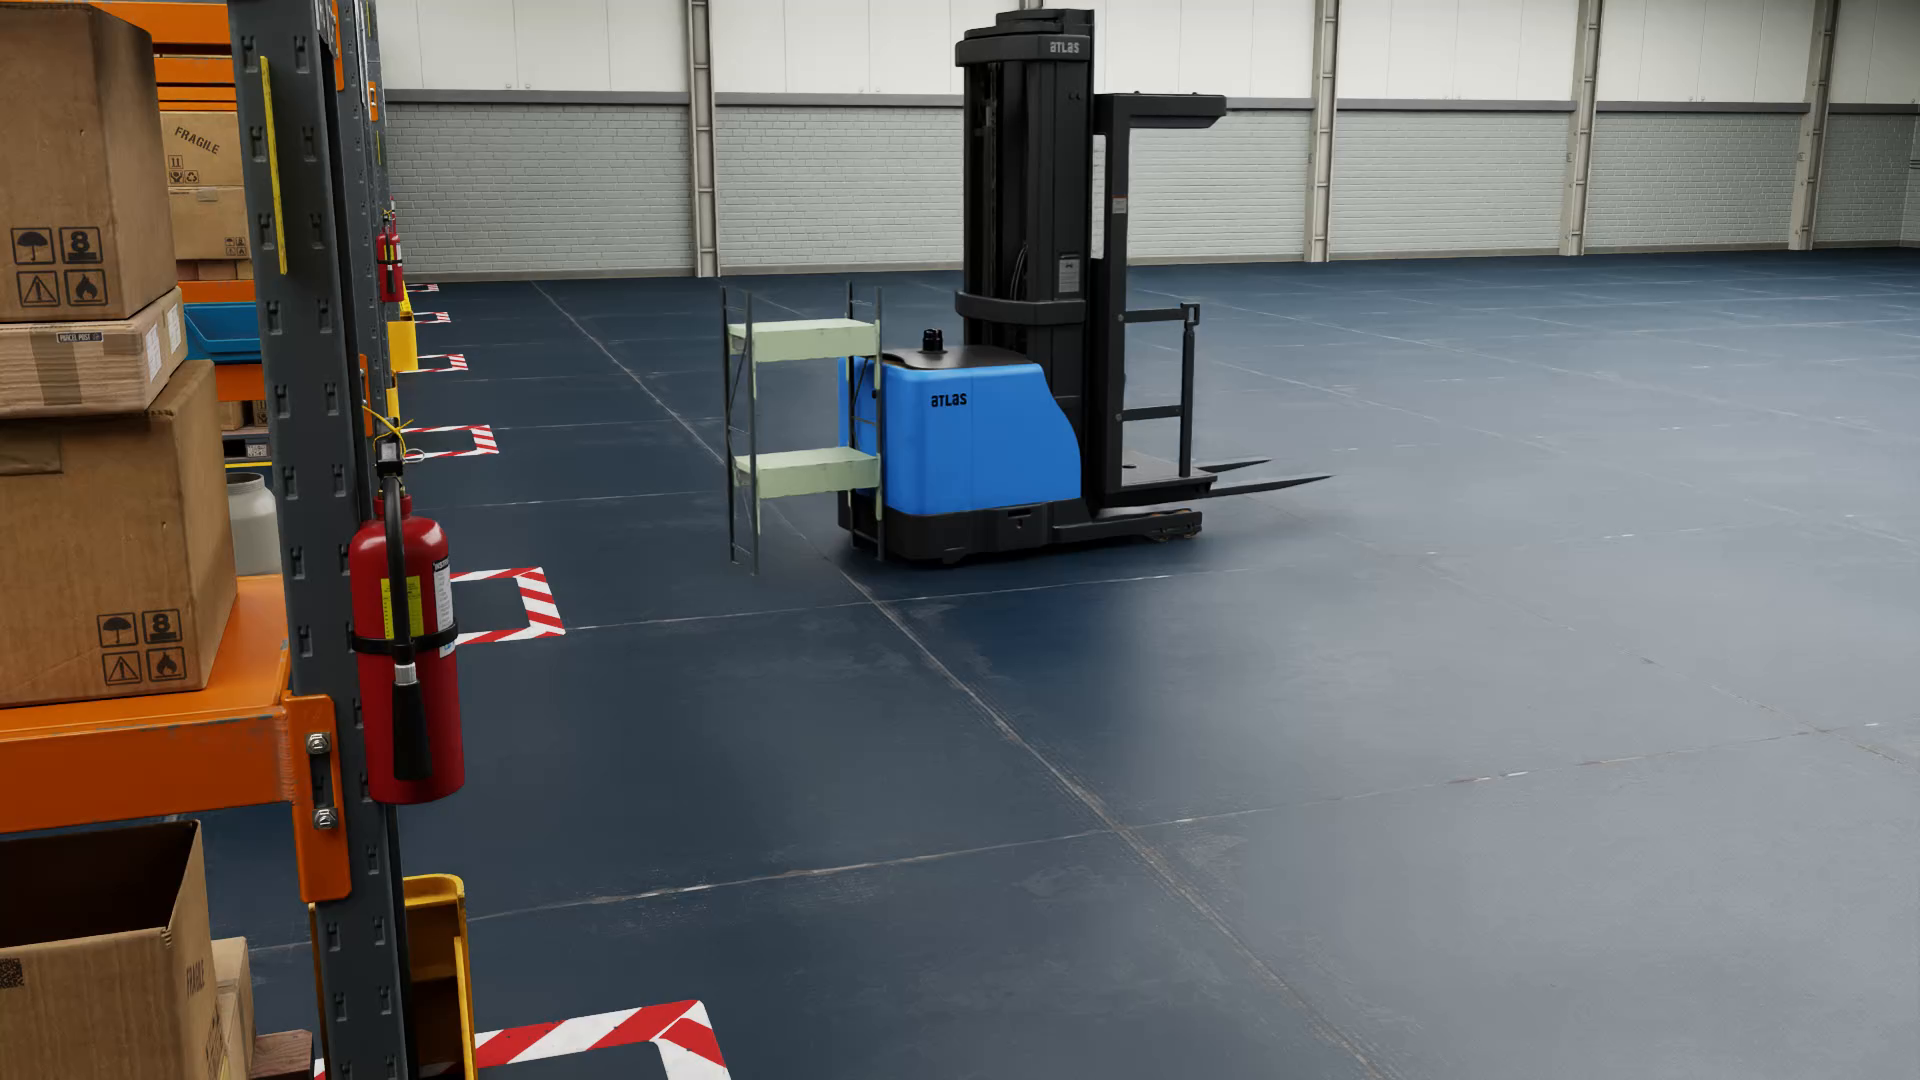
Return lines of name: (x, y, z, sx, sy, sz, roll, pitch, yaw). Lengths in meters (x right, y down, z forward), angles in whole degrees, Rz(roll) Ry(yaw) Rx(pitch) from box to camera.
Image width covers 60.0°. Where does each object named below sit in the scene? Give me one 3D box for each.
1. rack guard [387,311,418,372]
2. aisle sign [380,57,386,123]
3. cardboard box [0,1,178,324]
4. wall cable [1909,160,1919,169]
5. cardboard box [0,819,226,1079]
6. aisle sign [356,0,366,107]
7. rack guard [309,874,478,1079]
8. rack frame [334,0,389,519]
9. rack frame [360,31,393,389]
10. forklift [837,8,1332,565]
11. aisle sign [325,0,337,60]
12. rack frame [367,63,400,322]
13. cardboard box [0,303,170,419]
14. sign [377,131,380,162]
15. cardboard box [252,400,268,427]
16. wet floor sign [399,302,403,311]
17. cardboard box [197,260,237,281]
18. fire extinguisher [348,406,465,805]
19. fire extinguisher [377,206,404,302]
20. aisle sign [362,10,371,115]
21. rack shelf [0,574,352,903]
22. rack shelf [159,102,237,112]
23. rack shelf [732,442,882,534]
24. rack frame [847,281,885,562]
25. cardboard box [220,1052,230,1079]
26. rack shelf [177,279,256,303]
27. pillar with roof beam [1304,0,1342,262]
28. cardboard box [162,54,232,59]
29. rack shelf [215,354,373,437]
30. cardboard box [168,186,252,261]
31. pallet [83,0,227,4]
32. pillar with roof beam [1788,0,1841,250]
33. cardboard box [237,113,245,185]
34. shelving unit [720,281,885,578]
rack guard: (-5.842, -2.074, 17.280, 0.348, 0.500, 1.175, -4, 14, -18)
aisle sign: (-5.893, -4.624, 16.981, 0.004, 0.787, 0.394, -4, 14, -18)
cardboard box: (-1.719, -0.664, 2.932, 0.500, 0.500, 0.700, -4, 14, -18)
wall cable: (21.574, -9.150, 35.375, 0.112, 2.526, 3.097, -4, 14, -18)
cardboard box: (-1.636, 0.854, 2.986, 0.500, 0.500, 0.500, -4, 14, -18)
aisle sign: (-2.824, -2.441, 7.804, 0.004, 0.787, 0.394, -4, 14, -18)
rack guard: (-1.200, 1.195, 3.540, 0.348, 0.500, 1.175, -4, 14, -18)
rack frame: (-2.799, -1.106, 7.812, 0.127, 3.000, 1.000, -4, 14, -18)
rack frame: (-4.378, -2.193, 12.379, 0.127, 3.000, 1.000, -4, 14, -18)
forklift: (0.833, -1.514, 9.673, 3.031, 2.935, 1.130, -7, 15, -27)
aisle sign: (-1.258, -1.356, 3.246, 0.004, 0.787, 0.394, -4, 14, -18)
rack frame: (-5.865, -3.288, 16.984, 0.127, 3.000, 1.000, -4, 14, -18)
cardboard box: (-1.524, -0.314, 2.863, 0.250, 0.149, 0.380, -5, 14, -19)
sign: (-5.705, -3.846, 16.318, 0.005, 0.325, 0.100, -4, 14, -18)
cardboard box: (-4.976, -1.138, 12.441, 0.500, 0.500, 0.500, -2, 14, -8)
wet floor sign: (-6.469, -2.579, 19.091, 0.232, 0.644, 0.267, -7, 15, -28)
cardboard box: (-5.282, -1.941, 11.864, 0.250, 0.149, 0.380, -4, 14, -18)
fire extinguisher: (-0.962, 0.111, 2.861, 0.183, 0.674, 0.296, -4, 14, -18)
fire extinguisher: (-4.123, -2.062, 11.998, 0.183, 0.674, 0.296, -4, 14, -18)
aisle sign: (-4.415, -3.528, 12.374, 0.004, 0.787, 0.394, -4, 14, -18)
rack shelf: (-3.118, 0.478, 2.706, 4.000, 0.370, 1.077, -4, 14, -18)
rack shelf: (-9.435, -5.328, 20.632, 4.000, 0.370, 1.077, -4, 14, -18)
rack shelf: (-0.841, -0.291, 9.034, 0.720, 0.370, 0.431, -7, 15, -27)
rack frame: (-0.519, -0.648, 9.126, 0.023, 1.500, 0.400, -7, 15, -27)
cardboard box: (-1.637, 1.218, 3.074, 0.500, 0.250, 0.500, -4, 14, -18)
rack shelf: (-6.274, -1.695, 11.842, 4.000, 0.370, 1.077, -4, 14, -18)
pillar with roof beam: (8.360, -8.904, 27.628, 0.400, 9.000, 9.100, -4, 14, -18)
cardboard box: (-5.227, -3.450, 11.508, 0.500, 0.250, 0.500, -4, 14, -18)
rack shelf: (-4.694, -0.609, 7.275, 4.000, 0.370, 1.077, -4, 14, -18)
cardboard box: (-5.344, -2.288, 11.922, 0.500, 0.500, 0.875, -4, 14, -18)
pallet: (-3.614, -2.434, 7.320, 1.213, 0.211, 1.003, -4, 14, -18)
pillar with roof beam: (19.733, -9.789, 31.352, 0.400, 9.000, 9.100, -4, 14, -18)
cardboard box: (-4.821, -2.778, 11.819, 0.500, 0.500, 0.500, -4, 14, -18)
shelving unit: (-0.841, -0.608, 8.958, 0.755, 1.500, 0.431, -7, 15, -27)
